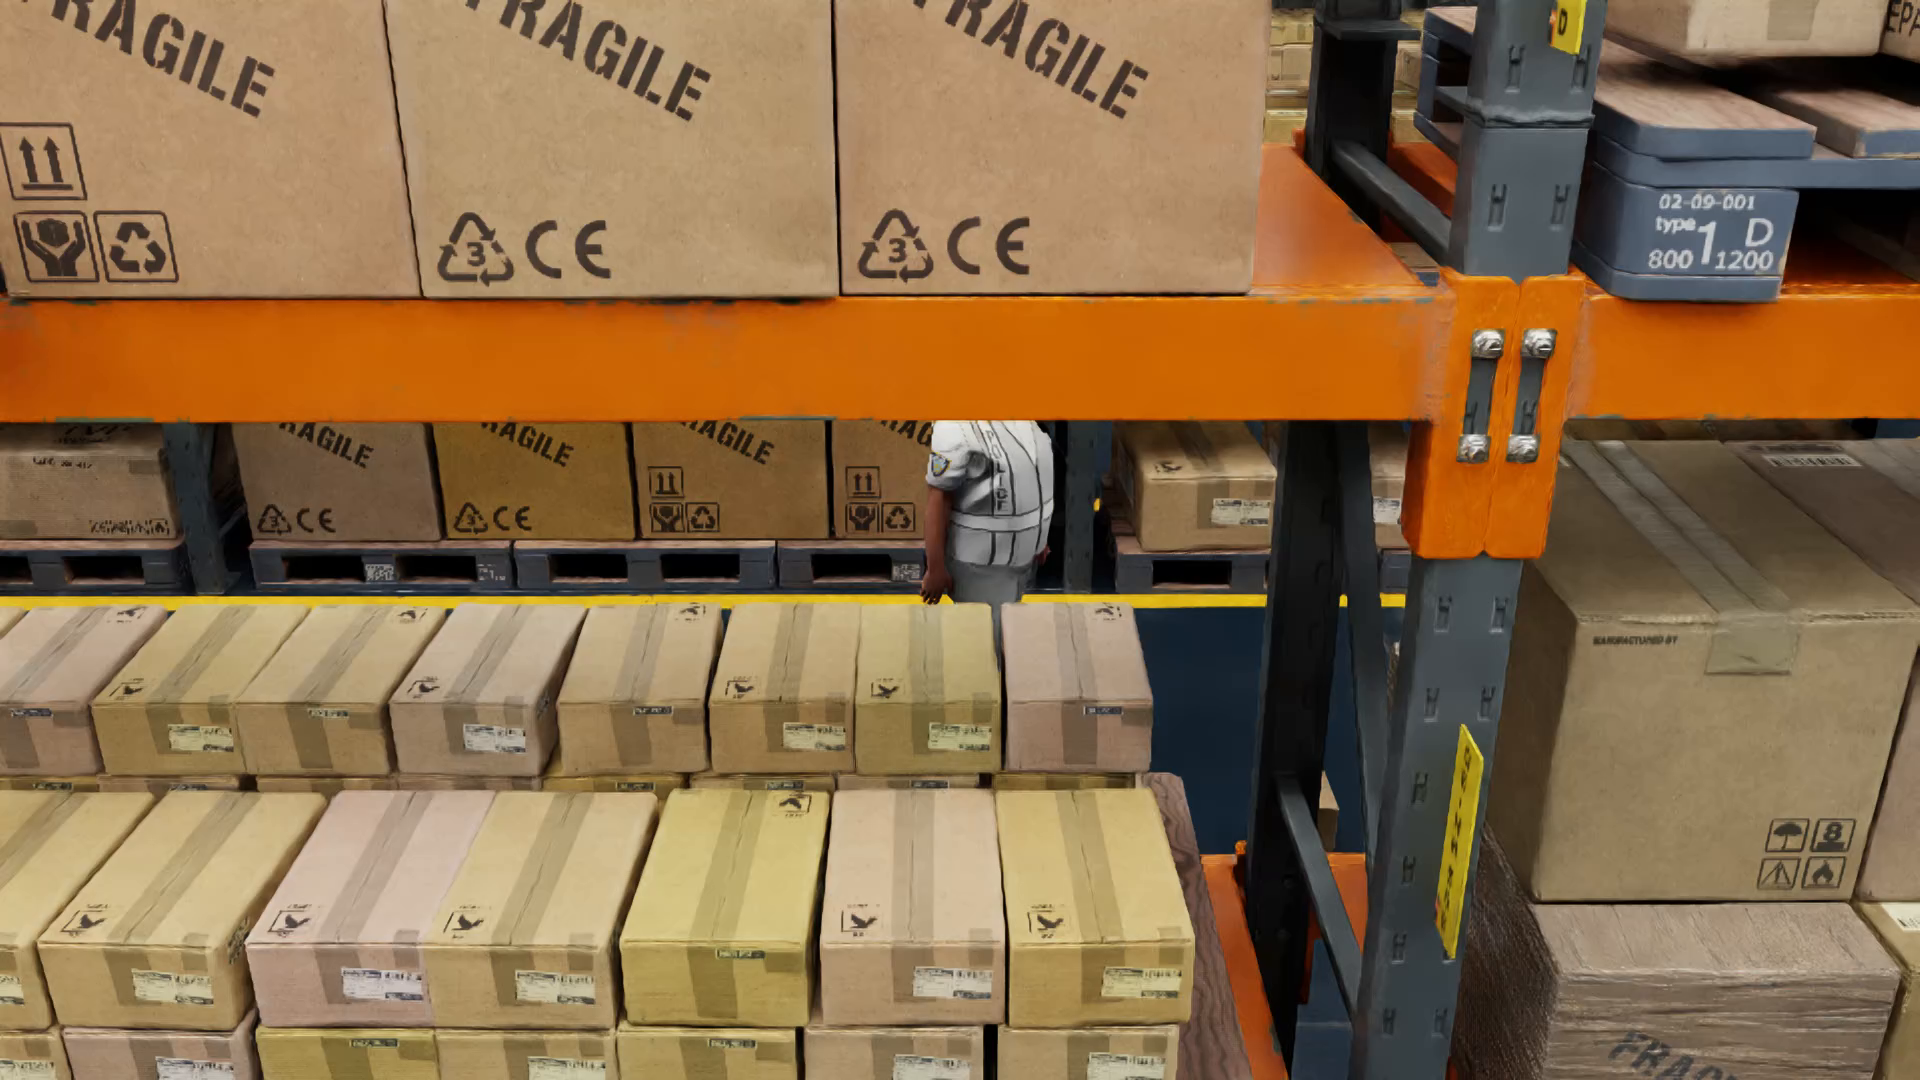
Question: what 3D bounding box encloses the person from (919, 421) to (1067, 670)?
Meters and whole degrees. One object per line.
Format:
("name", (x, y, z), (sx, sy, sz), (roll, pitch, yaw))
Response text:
("person", (0.104, 0.006, 6.074), (0.615, 1.749, 0.606), (14, 27, 28))
